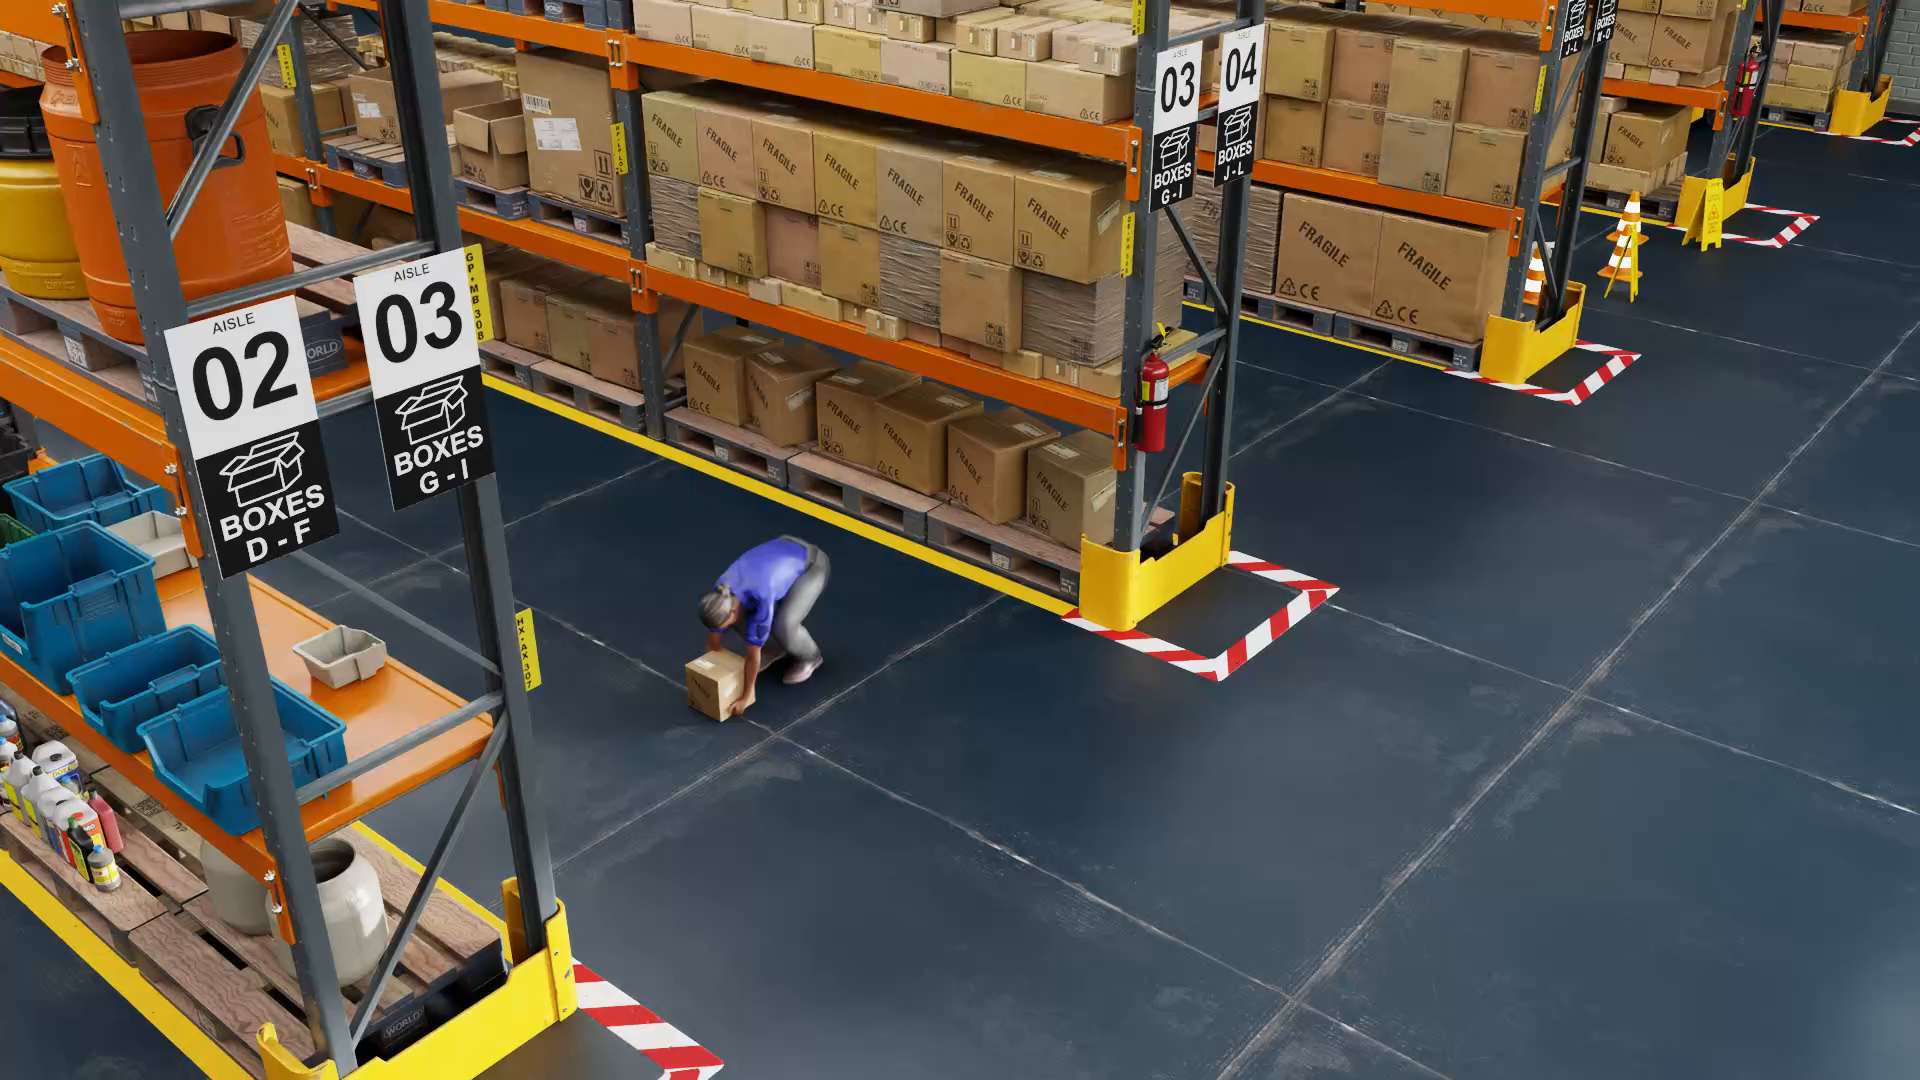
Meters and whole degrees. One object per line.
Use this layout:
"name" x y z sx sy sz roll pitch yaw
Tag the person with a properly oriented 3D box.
"person" -1.042 0.426 8.813 0.460 0.775 0.871 20 33 33
